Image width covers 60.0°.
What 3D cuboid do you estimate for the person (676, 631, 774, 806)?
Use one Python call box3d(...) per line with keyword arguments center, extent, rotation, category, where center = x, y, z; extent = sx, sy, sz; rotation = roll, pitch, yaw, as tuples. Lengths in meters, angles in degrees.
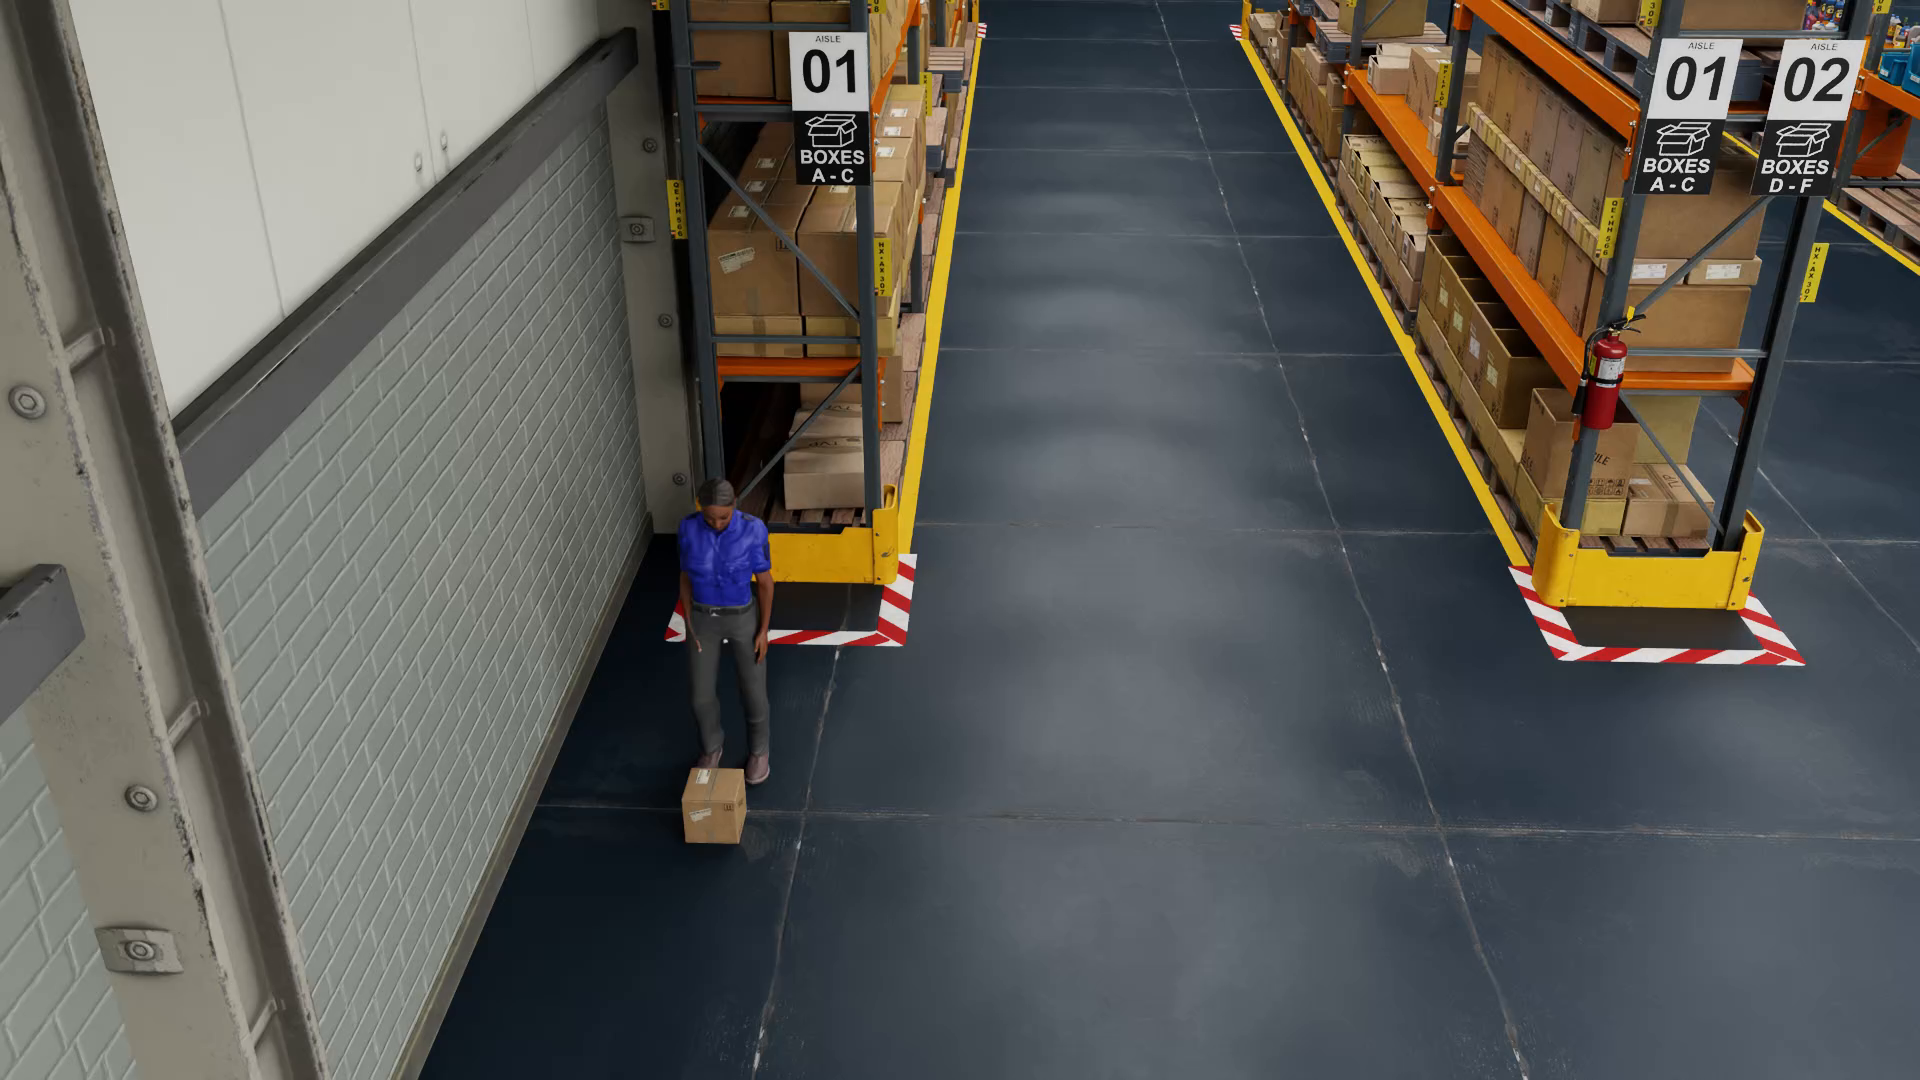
box3d(center=(-1.103, 0.777, 7.952), extent=(0.475, 0.932, 0.797), rotation=(1, 28, 2), category="person")
